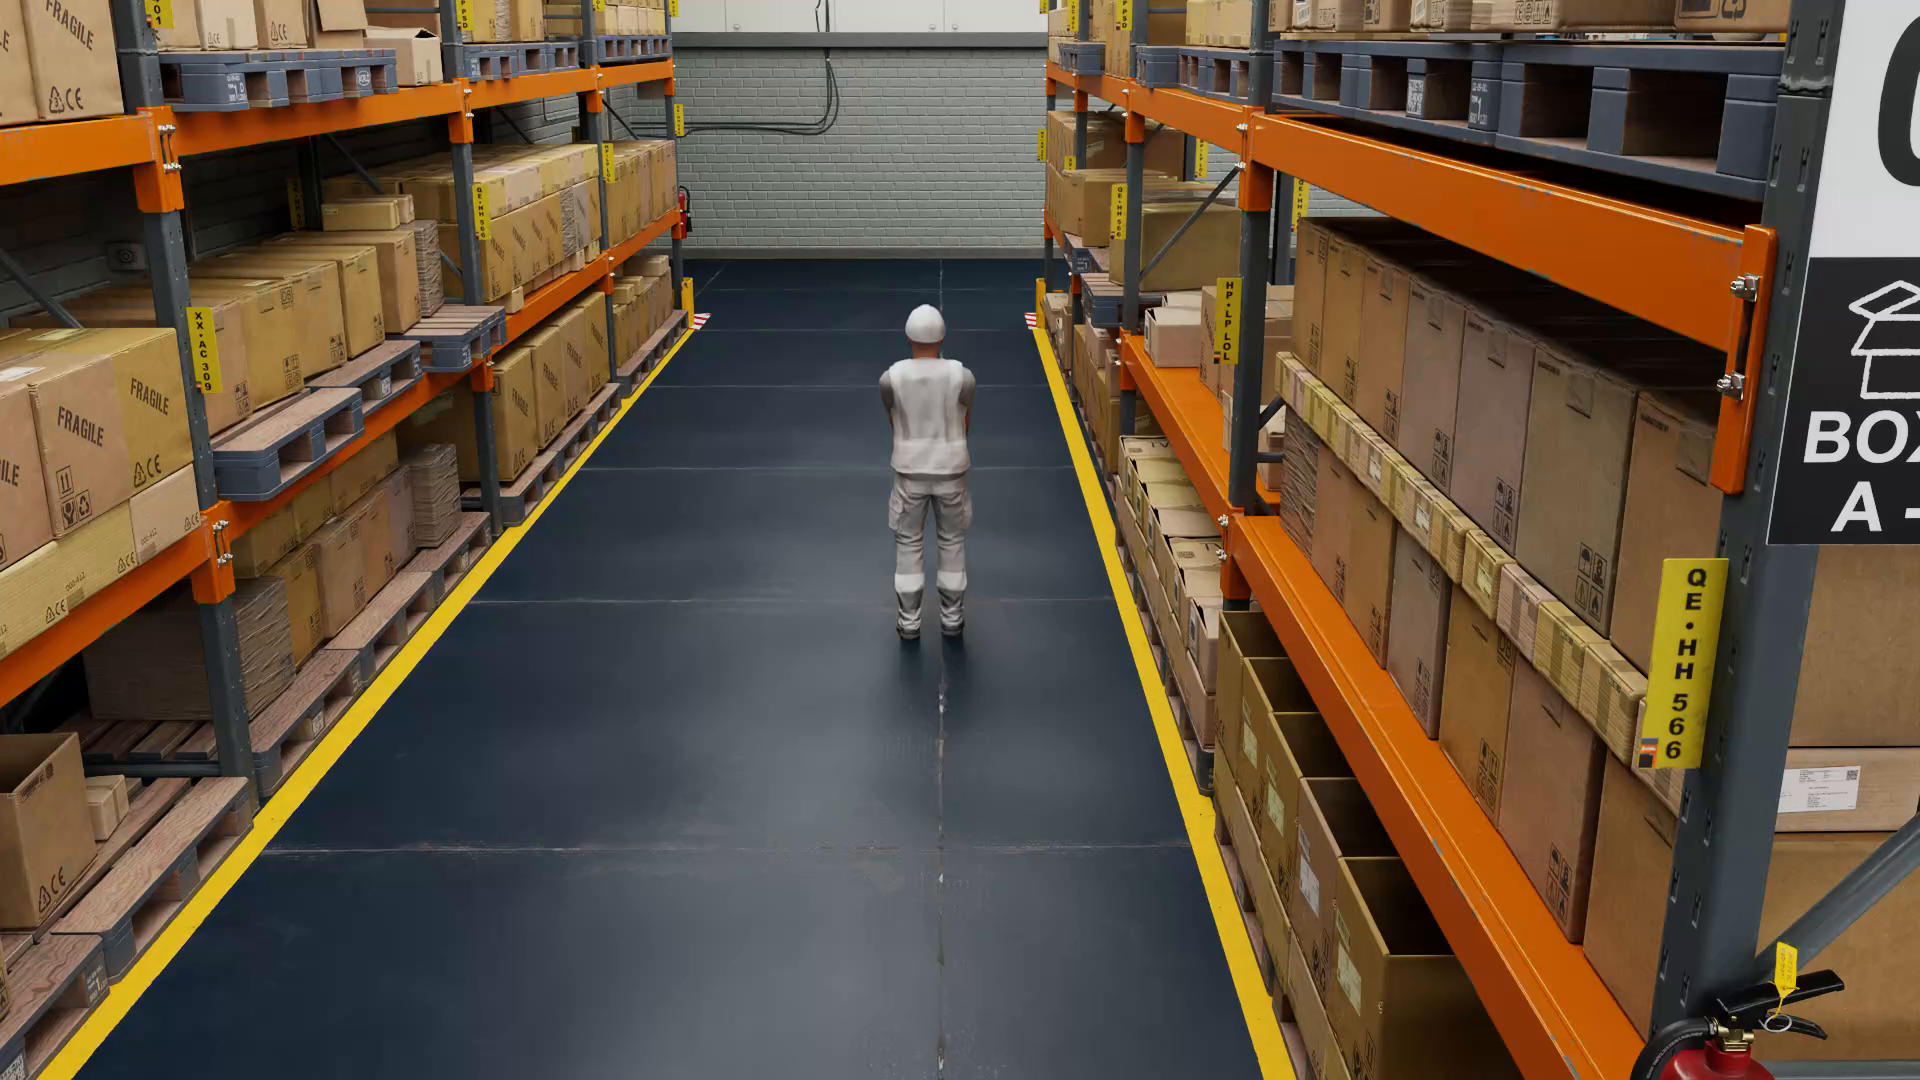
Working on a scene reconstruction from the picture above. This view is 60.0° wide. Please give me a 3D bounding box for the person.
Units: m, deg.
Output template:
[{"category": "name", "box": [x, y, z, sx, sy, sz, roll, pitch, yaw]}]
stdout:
[{"category": "person", "box": [-0.165, -0.373, 8.737, 0.493, 1.782, 0.561, 0, 17, 0]}]
